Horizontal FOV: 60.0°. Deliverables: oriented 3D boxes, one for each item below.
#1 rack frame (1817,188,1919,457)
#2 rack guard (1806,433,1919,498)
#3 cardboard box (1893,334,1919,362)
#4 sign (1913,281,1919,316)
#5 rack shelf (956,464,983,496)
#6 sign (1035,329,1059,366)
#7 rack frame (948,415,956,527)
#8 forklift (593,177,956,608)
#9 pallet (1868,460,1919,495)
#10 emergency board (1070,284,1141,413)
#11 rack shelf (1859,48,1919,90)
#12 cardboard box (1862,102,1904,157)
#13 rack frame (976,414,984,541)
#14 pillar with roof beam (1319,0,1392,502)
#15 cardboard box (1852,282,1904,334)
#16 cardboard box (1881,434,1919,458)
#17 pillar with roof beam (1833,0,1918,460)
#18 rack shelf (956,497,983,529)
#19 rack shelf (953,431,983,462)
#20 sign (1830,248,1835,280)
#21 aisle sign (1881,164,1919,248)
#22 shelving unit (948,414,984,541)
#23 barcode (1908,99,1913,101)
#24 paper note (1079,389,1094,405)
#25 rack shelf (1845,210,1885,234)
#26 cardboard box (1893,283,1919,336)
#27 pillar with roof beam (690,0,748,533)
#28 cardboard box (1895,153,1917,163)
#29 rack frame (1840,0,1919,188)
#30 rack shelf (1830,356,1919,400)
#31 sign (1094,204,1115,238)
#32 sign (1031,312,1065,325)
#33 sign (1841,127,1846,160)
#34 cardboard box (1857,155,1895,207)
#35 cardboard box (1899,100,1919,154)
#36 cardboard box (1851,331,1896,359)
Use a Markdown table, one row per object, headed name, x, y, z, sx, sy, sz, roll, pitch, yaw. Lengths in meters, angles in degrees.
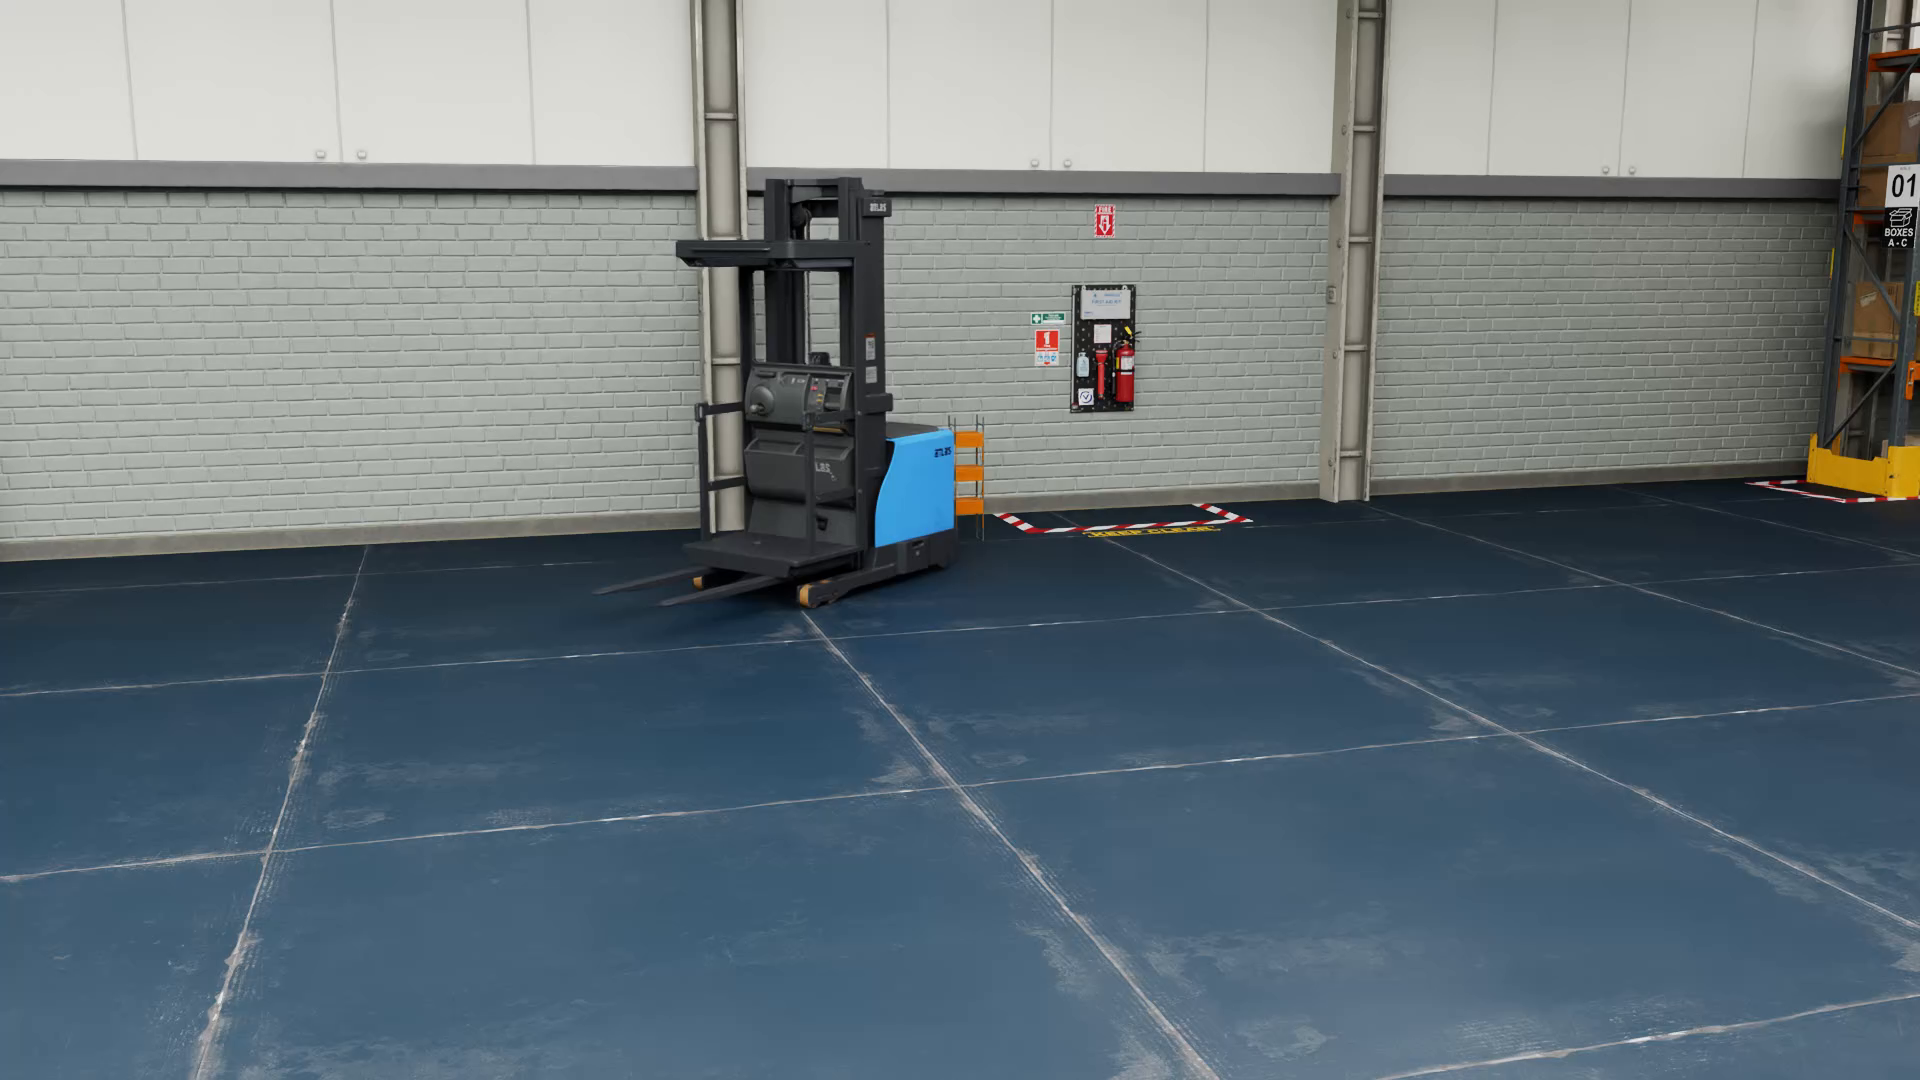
| name | x | y | z | sx | sy | sz | roll | pitch | yaw |
| --- | --- | --- | --- | --- | --- | --- | --- | --- | --- |
| rack frame | 9.072 | -1.993 | 16.586 | 0.127 | 3.000 | 1.000 | -3 | 11 | -16 |
| rack guard | 9.145 | -0.767 | 16.833 | 0.348 | 0.500 | 1.175 | -3 | 11 | -16 |
| cardboard box | 9.629 | -1.898 | 16.432 | 0.500 | 0.250 | 0.500 | -3 | 11 | -18 |
| sign | 9.224 | -2.324 | 15.995 | 0.005 | 0.325 | 0.100 | -3 | 11 | -16 |
| rack shelf | 0.051 | -0.509 | 13.968 | 0.240 | 0.259 | 0.215 | -3 | 11 | -16 |
| sign | 0.798 | -1.764 | 15.245 | 0.234 | 0.329 | 0.001 | -3 | 11 | -16 |
| rack frame | -0.066 | -0.513 | 13.933 | 0.008 | 1.050 | 0.200 | -3 | 11 | -16 |
| forklift | -1.282 | -1.068 | 11.750 | 1.130 | 2.935 | 3.031 | 7 | 13 | 34 |
| pallet | 9.935 | -0.660 | 17.049 | 1.213 | 0.211 | 1.003 | -3 | 11 | -16 |
| emergency board | 1.358 | -1.756 | 15.302 | 0.643 | 1.169 | 0.194 | -3 | 11 | -16 |
| rack shelf | 10.992 | -4.689 | 16.658 | 4.000 | 0.370 | 1.077 | -3 | 11 | -16 |
| cardboard box | 9.413 | -4.086 | 16.578 | 0.500 | 0.500 | 0.500 | -3 | 11 | -13 |
| rack frame | 0.169 | -0.525 | 14.000 | 0.008 | 1.050 | 0.200 | -3 | 11 | -16 |
| pillar with roof beam | 4.945 | -4.077 | 11.337 | 0.400 | 9.000 | 9.100 | -3 | 11 | -16 |
| cardboard box | 9.465 | -2.358 | 16.860 | 0.500 | 0.500 | 0.500 | -3 | 11 | -17 |
| cardboard box | 9.761 | -0.906 | 16.895 | 0.500 | 0.311 | 0.500 | -4 | 11 | -22 |
| pillar with roof beam | 10.706 | -4.381 | 12.987 | 0.400 | 9.000 | 9.100 | -3 | 11 | -16 |
| rack shelf | 0.051 | -0.235 | 14.018 | 0.240 | 0.259 | 0.215 | -3 | 11 | -16 |
| rack shelf | 0.051 | -0.788 | 13.917 | 0.240 | 0.259 | 0.215 | -3 | 11 | -16 |
| sign | 8.936 | -2.815 | 16.982 | 0.005 | 0.325 | 0.100 | -3 | 11 | -16 |
| aisle sign | 9.087 | -3.215 | 16.047 | 0.004 | 0.787 | 0.394 | -3 | 11 | -16 |
| shelving unit | 0.051 | -0.519 | 13.966 | 0.252 | 1.050 | 0.215 | -3 | 11 | -16 |
| barcode | 9.614 | -4.427 | 16.828 | 0.075 | 0.075 | 0.001 | -3 | 11 | -16 |
| paper note | 1.169 | -1.326 | 15.399 | 0.142 | 0.148 | 0.016 | -3 | 11 | -16 |
| rack shelf | 10.992 | -3.215 | 16.929 | 4.000 | 0.370 | 1.077 | -3 | 11 | -16 |
| cardboard box | 9.614 | -2.269 | 16.377 | 0.500 | 0.500 | 0.500 | -3 | 11 | -16 |
| pillar with roof beam | -0.816 | -3.773 | 9.688 | 0.400 | 9.000 | 9.100 | -3 | 11 | -16 |
| cardboard box | 9.463 | -3.500 | 16.159 | 0.500 | 0.500 | 0.500 | -3 | 11 | -14 |
| rack frame | 9.072 | -4.943 | 16.043 | 0.127 | 3.000 | 1.000 | -3 | 11 | -16 |
| rack shelf | 10.992 | -1.740 | 17.201 | 4.000 | 0.370 | 1.077 | -3 | 11 | -16 |
| sign | 1.322 | -2.913 | 15.184 | 0.199 | 0.298 | 0.001 | -3 | 11 | -16 |
| sign | 0.805 | -2.023 | 15.189 | 0.331 | 0.109 | 0.001 | -3 | 11 | -16 |
| sign | 8.936 | -4.001 | 16.764 | 0.005 | 0.325 | 0.100 | -3 | 11 | -16 |
| cardboard box | 9.402 | -3.592 | 16.657 | 0.500 | 0.500 | 0.500 | -2 | 11 | -12 |
| cardboard box | 9.510 | -3.996 | 16.089 | 0.500 | 0.500 | 0.500 | -4 | 11 | -20 |
| cardboard box | 9.467 | -1.986 | 16.909 | 0.500 | 0.250 | 0.500 | -3 | 11 | -15 |
